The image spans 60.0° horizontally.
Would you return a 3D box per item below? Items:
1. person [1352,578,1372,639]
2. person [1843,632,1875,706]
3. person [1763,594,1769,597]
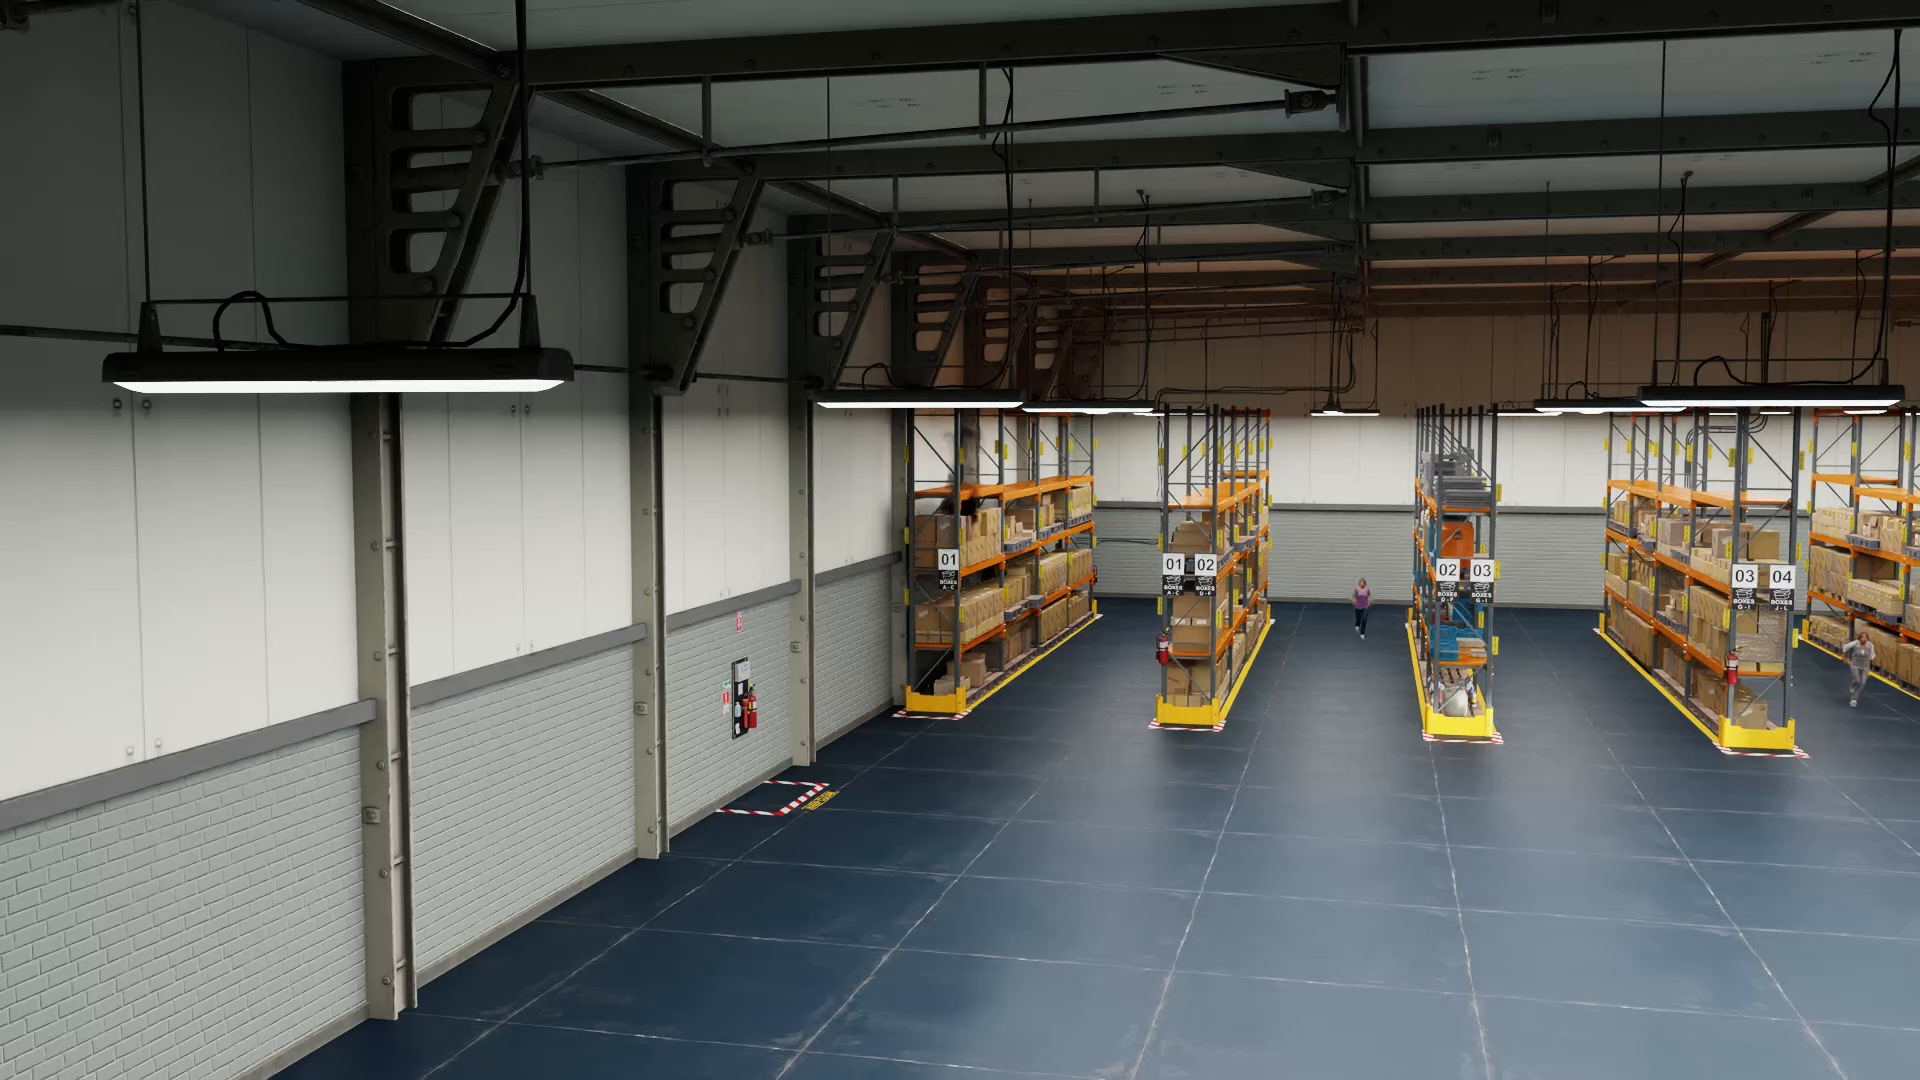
[{"bbox_3d":[10.507,1.781,43.532,0.529,1.577,0.760,0,4,6],"label":"person"},{"bbox_3d":[17.880,2.565,33.057,0.525,1.527,0.651,1,4,11],"label":"person"},{"bbox_3d":[19.343,1.872,39.836,0.658,1.724,0.943,0,4,5],"label":"person"}]
